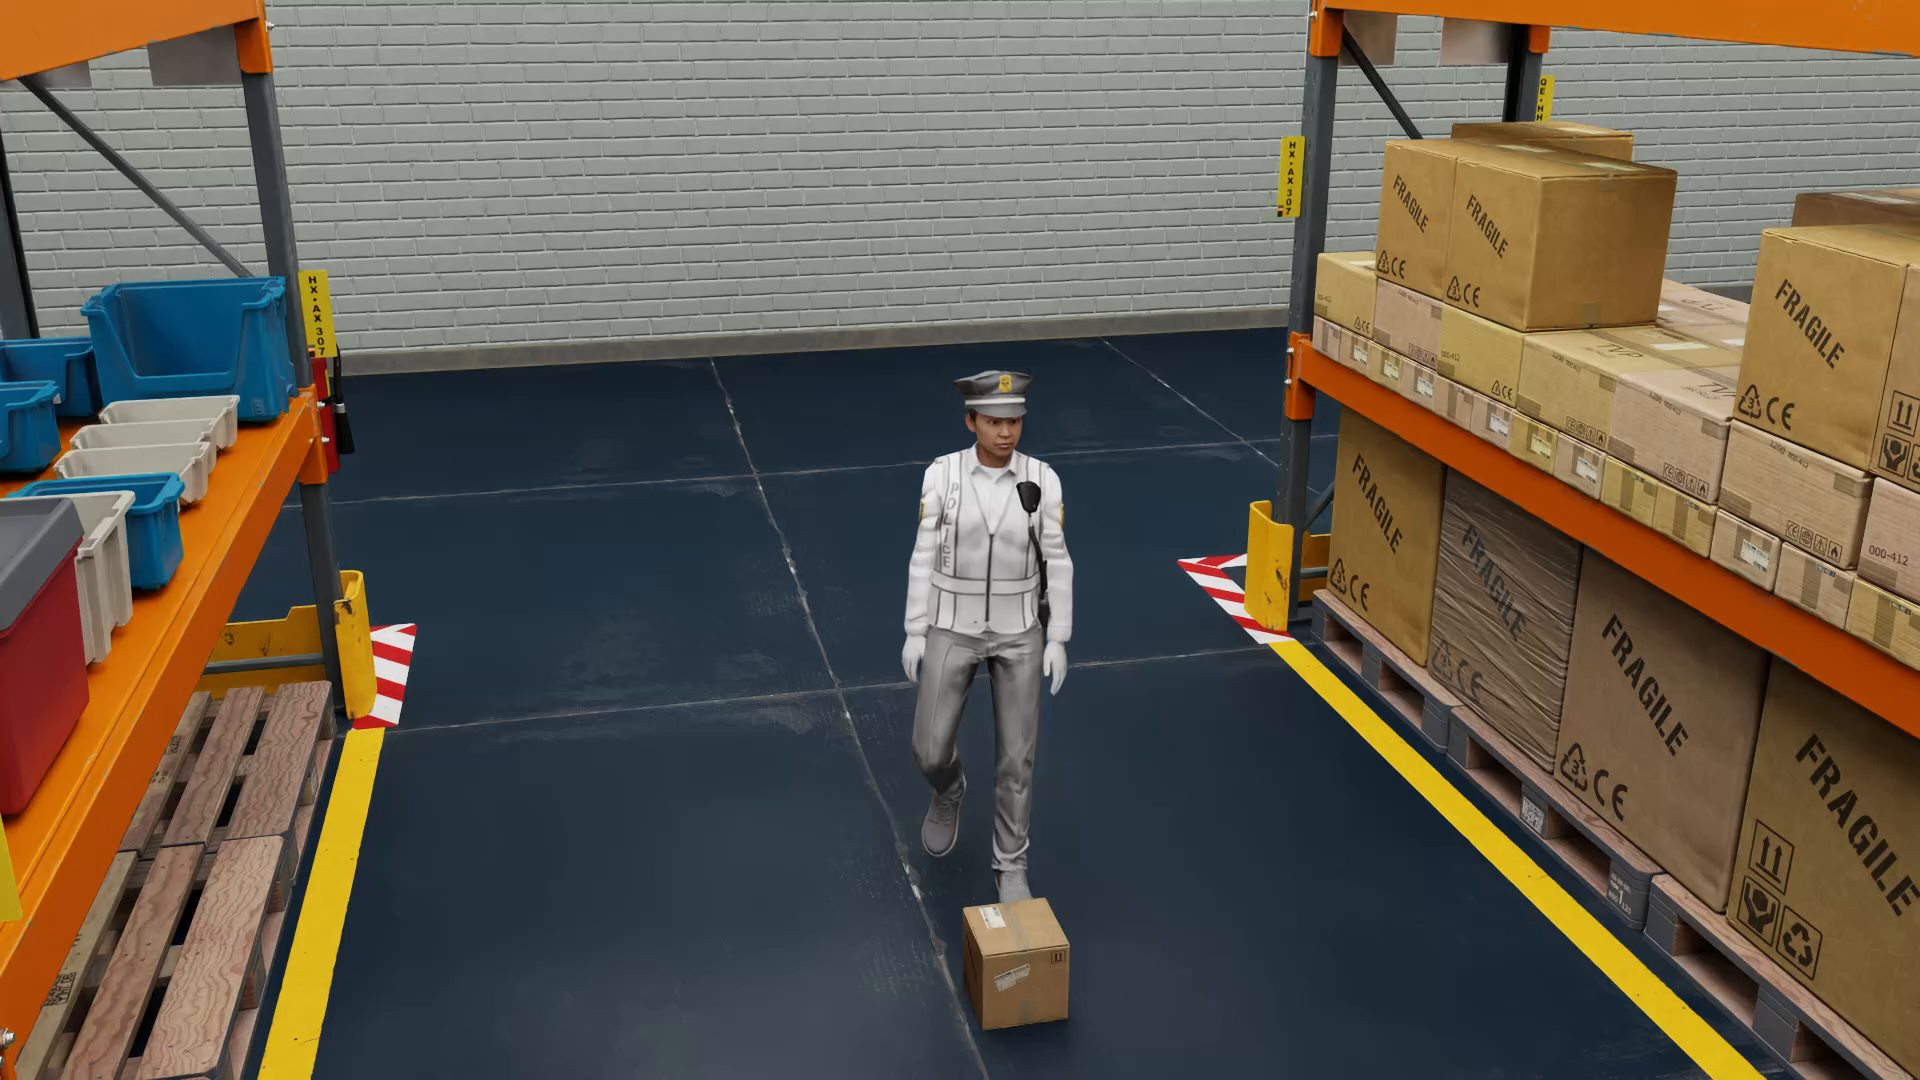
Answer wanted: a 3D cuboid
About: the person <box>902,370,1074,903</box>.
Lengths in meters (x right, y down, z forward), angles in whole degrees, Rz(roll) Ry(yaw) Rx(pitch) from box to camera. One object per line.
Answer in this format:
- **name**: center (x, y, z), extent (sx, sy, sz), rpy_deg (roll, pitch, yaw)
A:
- **person**: center (0.087, 0.311, 5.111), extent (0.533, 1.685, 0.572), rpy_deg (-1, 20, -2)
